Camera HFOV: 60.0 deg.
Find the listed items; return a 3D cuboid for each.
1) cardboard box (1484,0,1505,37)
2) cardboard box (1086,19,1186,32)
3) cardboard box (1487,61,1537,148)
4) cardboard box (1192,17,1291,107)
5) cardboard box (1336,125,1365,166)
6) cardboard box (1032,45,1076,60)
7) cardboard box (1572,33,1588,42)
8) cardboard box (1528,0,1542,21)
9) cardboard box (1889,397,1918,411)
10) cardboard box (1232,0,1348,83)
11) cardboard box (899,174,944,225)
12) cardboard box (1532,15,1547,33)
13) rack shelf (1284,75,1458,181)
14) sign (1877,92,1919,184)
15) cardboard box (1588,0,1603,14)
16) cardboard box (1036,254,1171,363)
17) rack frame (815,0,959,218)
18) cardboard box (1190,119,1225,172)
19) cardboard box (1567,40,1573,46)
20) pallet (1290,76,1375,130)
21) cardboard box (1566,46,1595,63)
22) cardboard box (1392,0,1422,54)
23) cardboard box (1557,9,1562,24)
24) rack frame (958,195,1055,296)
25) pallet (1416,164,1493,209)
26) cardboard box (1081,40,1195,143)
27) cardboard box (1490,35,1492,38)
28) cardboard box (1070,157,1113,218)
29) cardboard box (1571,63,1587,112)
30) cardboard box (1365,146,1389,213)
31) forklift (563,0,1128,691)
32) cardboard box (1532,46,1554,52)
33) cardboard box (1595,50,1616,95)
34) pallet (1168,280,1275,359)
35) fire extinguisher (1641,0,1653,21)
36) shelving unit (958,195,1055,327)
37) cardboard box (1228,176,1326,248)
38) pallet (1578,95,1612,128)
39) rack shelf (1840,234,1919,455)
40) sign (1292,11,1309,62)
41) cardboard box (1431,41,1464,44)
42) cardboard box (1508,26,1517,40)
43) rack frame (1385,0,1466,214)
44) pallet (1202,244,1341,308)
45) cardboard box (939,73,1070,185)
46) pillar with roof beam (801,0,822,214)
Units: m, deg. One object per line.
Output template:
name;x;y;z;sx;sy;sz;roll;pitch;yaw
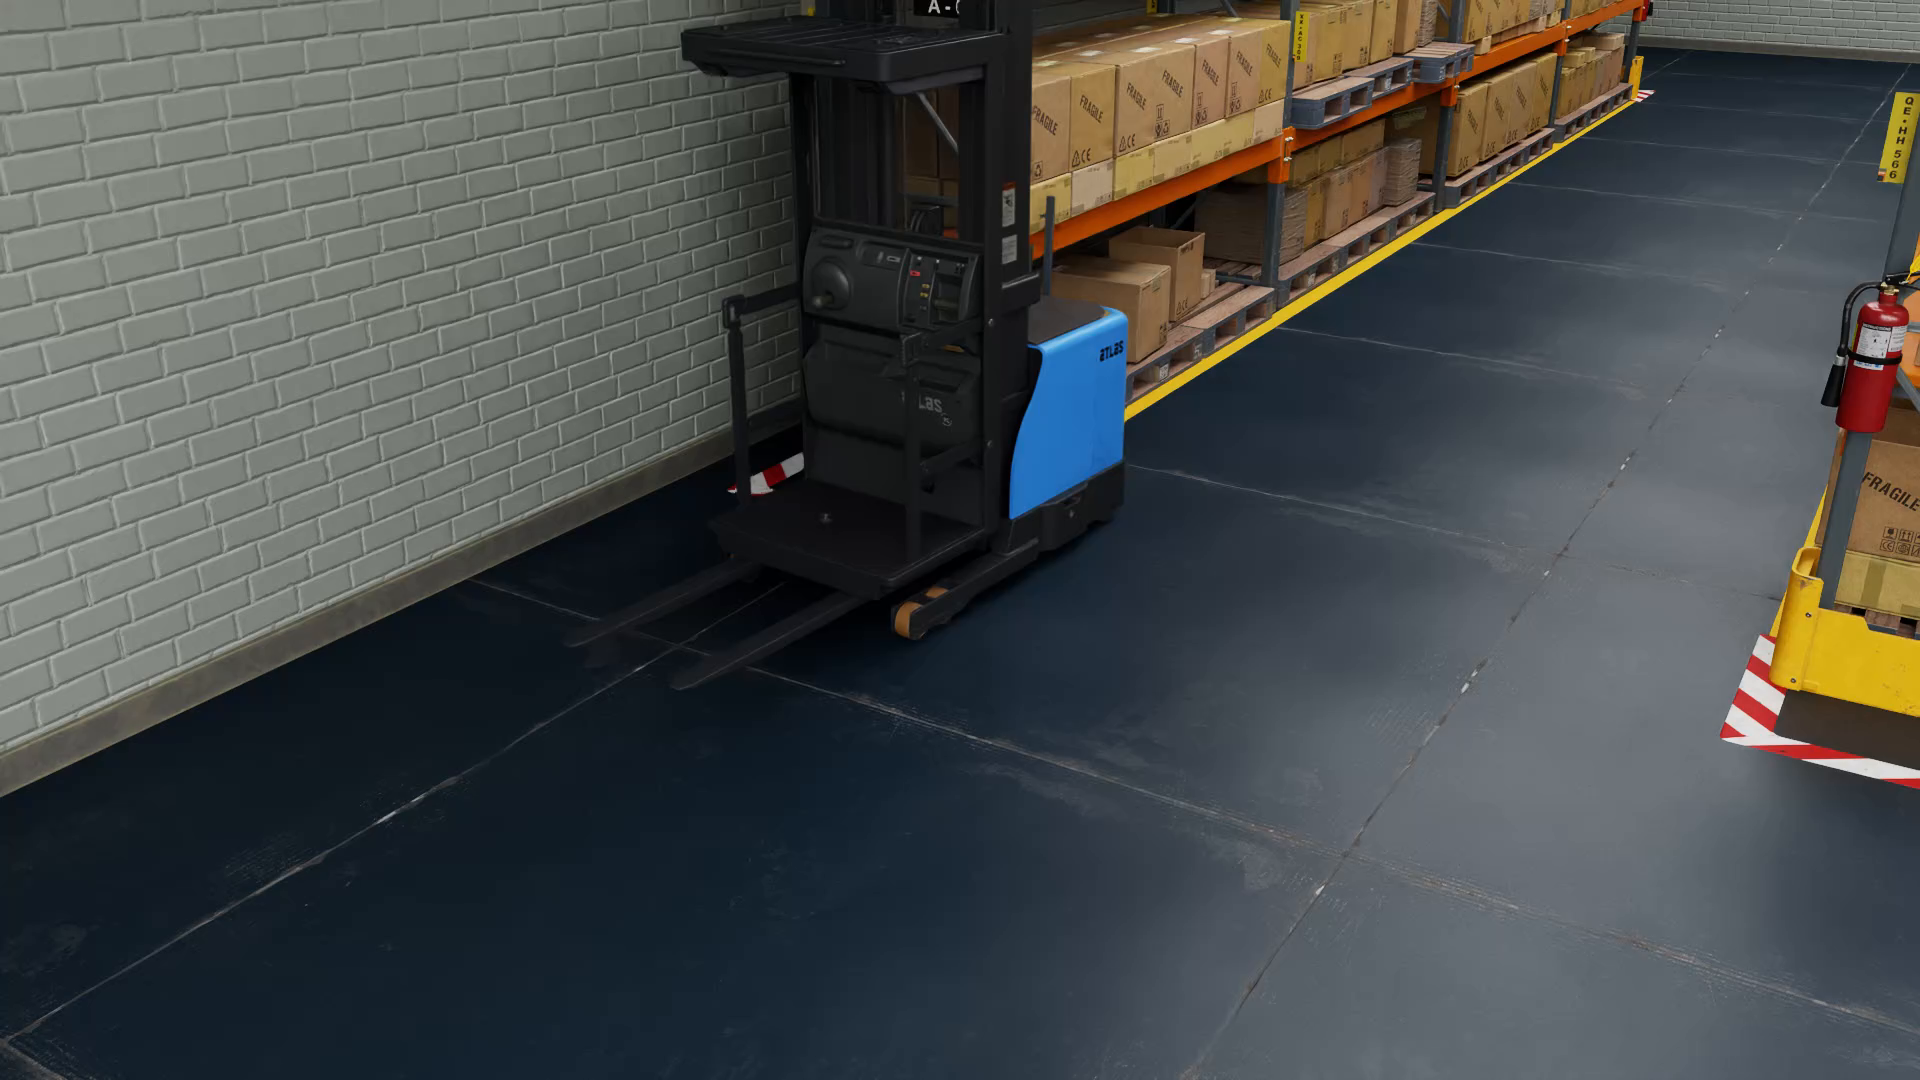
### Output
cardboard box;4.703;-4.941;15.362;0.500;0.500;0.500;15;28;31
cardboard box;1.134;-3.110;10.878;0.500;0.500;0.500;14;27;29
cardboard box;5.356;-4.473;16.984;0.750;0.750;0.750;15;27;31
cardboard box;1.848;-3.174;11.026;0.500;0.500;0.500;14;27;29
cardboard box;2.989;-3.255;13.642;0.500;0.250;0.500;14;27;29
cardboard box;0.336;-2.595;9.689;0.500;0.500;0.500;13;27;28
cardboard box;7.510;-6.163;20.512;0.380;0.149;0.250;14;27;29
cardboard box;5.493;-5.455;16.550;0.500;0.500;0.500;14;27;29
cardboard box;4.481;-0.586;7.817;0.500;0.500;0.500;14;27;29
cardboard box;2.433;-3.714;12.373;0.700;0.500;0.500;17;29;34
cardboard box;-0.193;-1.903;9.033;0.500;0.250;0.500;14;27;30
cardboard box;5.740;-5.265;16.927;0.380;0.149;0.250;14;27;29
rack shelf;2.890;-3.459;13.370;1.077;0.370;4.000;14;27;29
sign;3.482;-1.486;6.150;0.100;0.325;0.005;14;27;29
cardboard box;6.745;-6.377;18.827;0.980;0.700;0.700;13;27;28
cardboard box;0.897;-1.463;10.446;0.700;0.500;0.500;12;26;26
rack frame;-0.275;-1.764;8.549;1.000;3.000;0.127;14;27;29
cardboard box;1.321;-2.492;10.393;0.500;0.250;0.500;14;27;29
cardboard box;7.109;-5.906;19.918;0.380;0.149;0.250;14;27;29
pallet;2.362;-3.253;12.231;1.003;0.211;1.213;14;27;29
cardboard box;7.147;-5.642;19.308;0.380;0.149;0.250;13;27;27
cardboard box;3.434;-4.357;13.859;0.700;0.500;0.500;11;26;24
cardboard box;6.117;-5.535;17.550;0.380;0.149;0.250;14;27;29
rack frame;0.221;-1.110;8.913;0.500;1.500;0.032;5;25;7
pallet;4.425;-3.435;15.918;1.003;0.211;1.213;14;27;29
cardboard box;1.042;-2.661;9.841;0.500;0.500;0.500;15;27;31
cardboard box;4.825;-4.776;15.797;0.380;0.149;0.250;15;27;30
cardboard box;0.514;-1.981;9.213;0.500;0.250;0.500;13;27;27
cardboard box;6.804;-5.260;19.241;0.700;0.500;0.500;14;27;28
cardboard box;3.239;-3.115;14.264;0.700;0.500;0.500;14;27;29
forklift;-0.439;-1.129;7.168;1.130;2.935;3.031;16;28;33
cardboard box;6.706;-5.648;19.323;0.380;0.149;0.250;13;27;27
cardboard box;7.617;-5.784;20.452;0.700;0.500;0.500;14;27;29
pallet;1.511;-1.600;11.681;1.003;0.211;1.213;14;27;29
fire extinguisher;8.637;-6.912;21.007;0.296;0.674;0.183;14;27;29
shelving unit;0.145;-0.904;8.454;0.538;1.500;1.048;5;25;7
cardboard box;2.439;-2.606;13.086;0.700;0.500;0.500;13;27;28
pallet;7.165;-5.188;19.969;1.003;0.211;1.213;14;27;29
rack shelf;4.991;-1.072;7.856;1.077;0.370;4.000;14;27;29
sign;2.300;-3.400;11.239;0.100;0.325;0.005;14;27;29
cardboard box;4.315;-4.421;14.977;0.380;0.149;0.250;13;27;28
cardboard box;5.260;-5.028;16.379;0.380;0.149;0.250;15;27;31
rack frame;3.945;-4.464;14.786;1.000;3.000;0.127;14;27;29
pallet;2.245;-2.097;12.829;1.003;0.211;1.213;14;27;29
cardboard box;0.232;-2.147;8.653;0.500;0.500;0.500;14;27;29
pillar with roof beam;3.017;-4.032;6.238;9.100;9.000;0.400;14;27;29
